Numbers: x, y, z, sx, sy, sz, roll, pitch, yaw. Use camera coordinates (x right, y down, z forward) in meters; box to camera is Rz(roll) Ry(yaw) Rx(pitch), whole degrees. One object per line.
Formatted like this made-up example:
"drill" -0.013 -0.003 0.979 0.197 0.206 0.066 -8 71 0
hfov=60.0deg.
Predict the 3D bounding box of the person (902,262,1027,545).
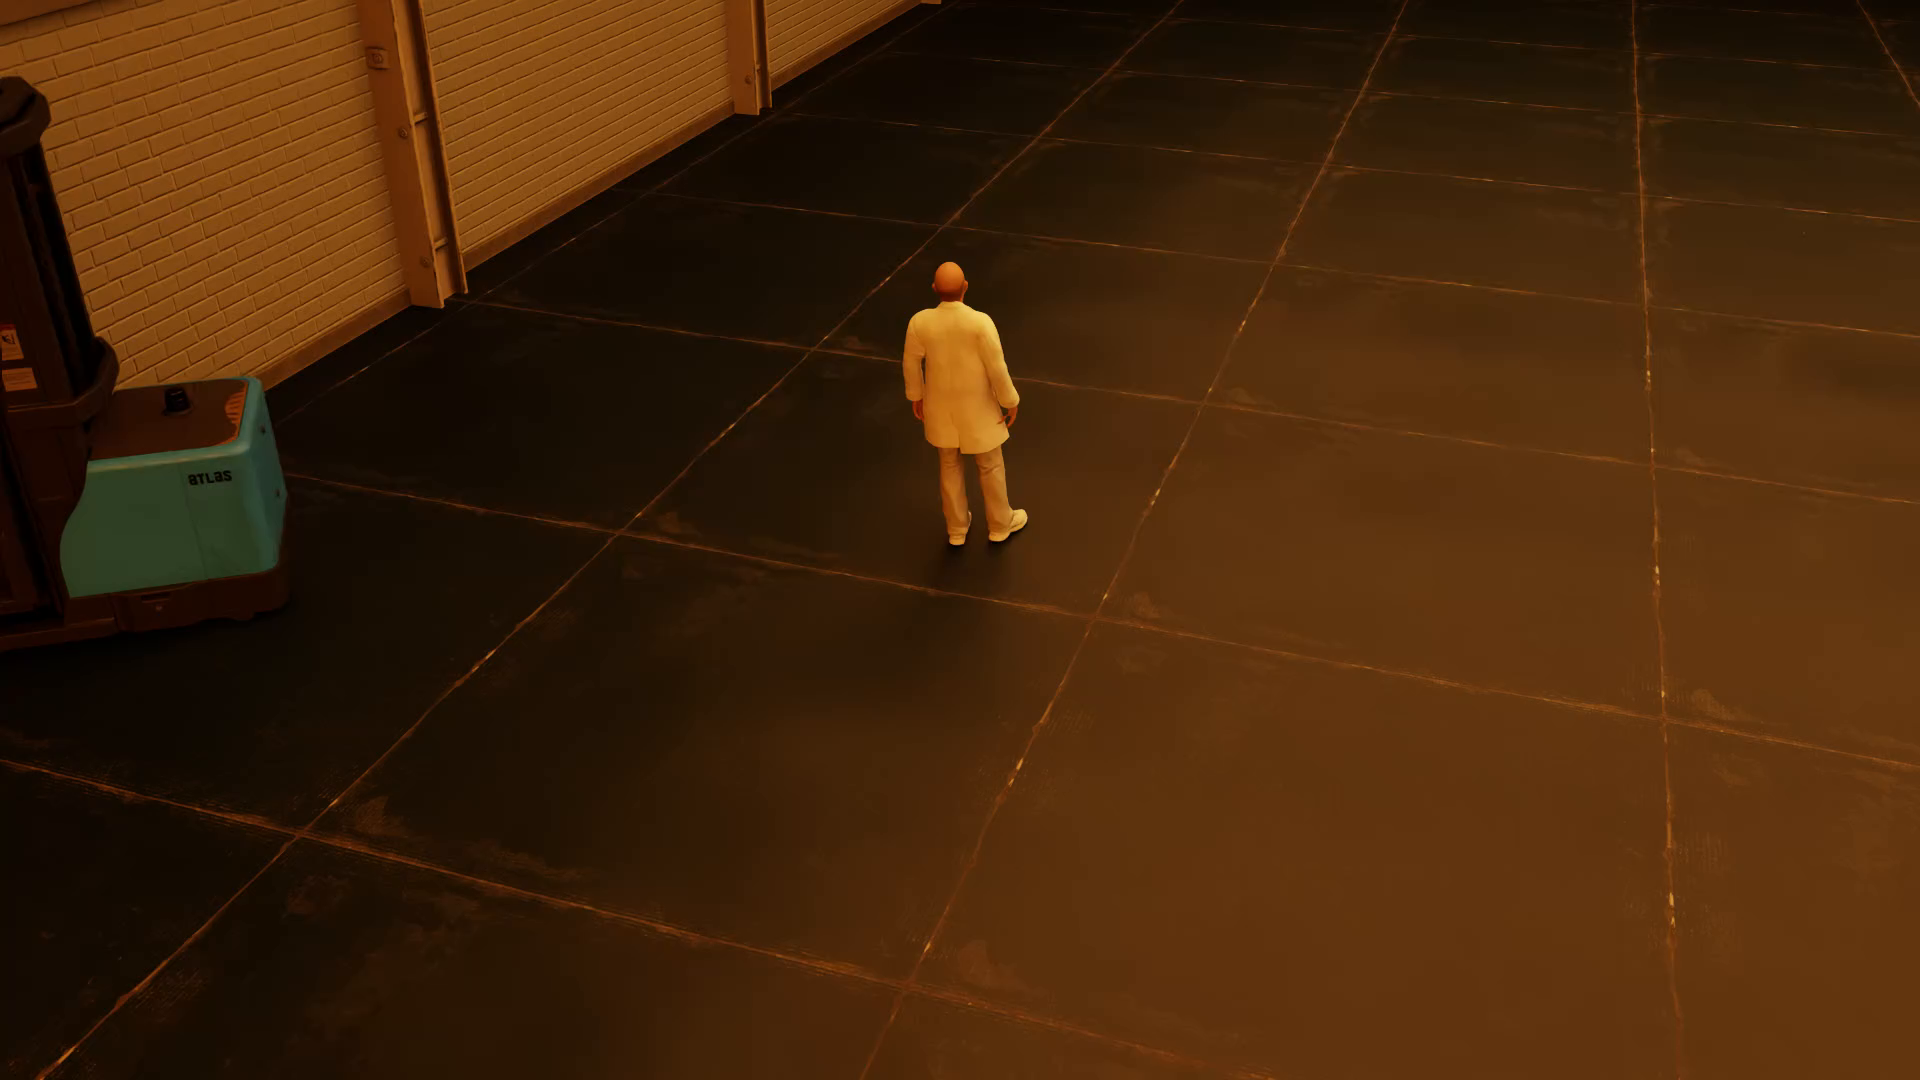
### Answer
"person" 0.034 -0.820 9.725 0.696 1.776 0.581 10 31 16

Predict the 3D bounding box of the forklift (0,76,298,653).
"forklift" -5.351 -0.871 8.665 3.031 2.935 1.130 -8 31 -14
